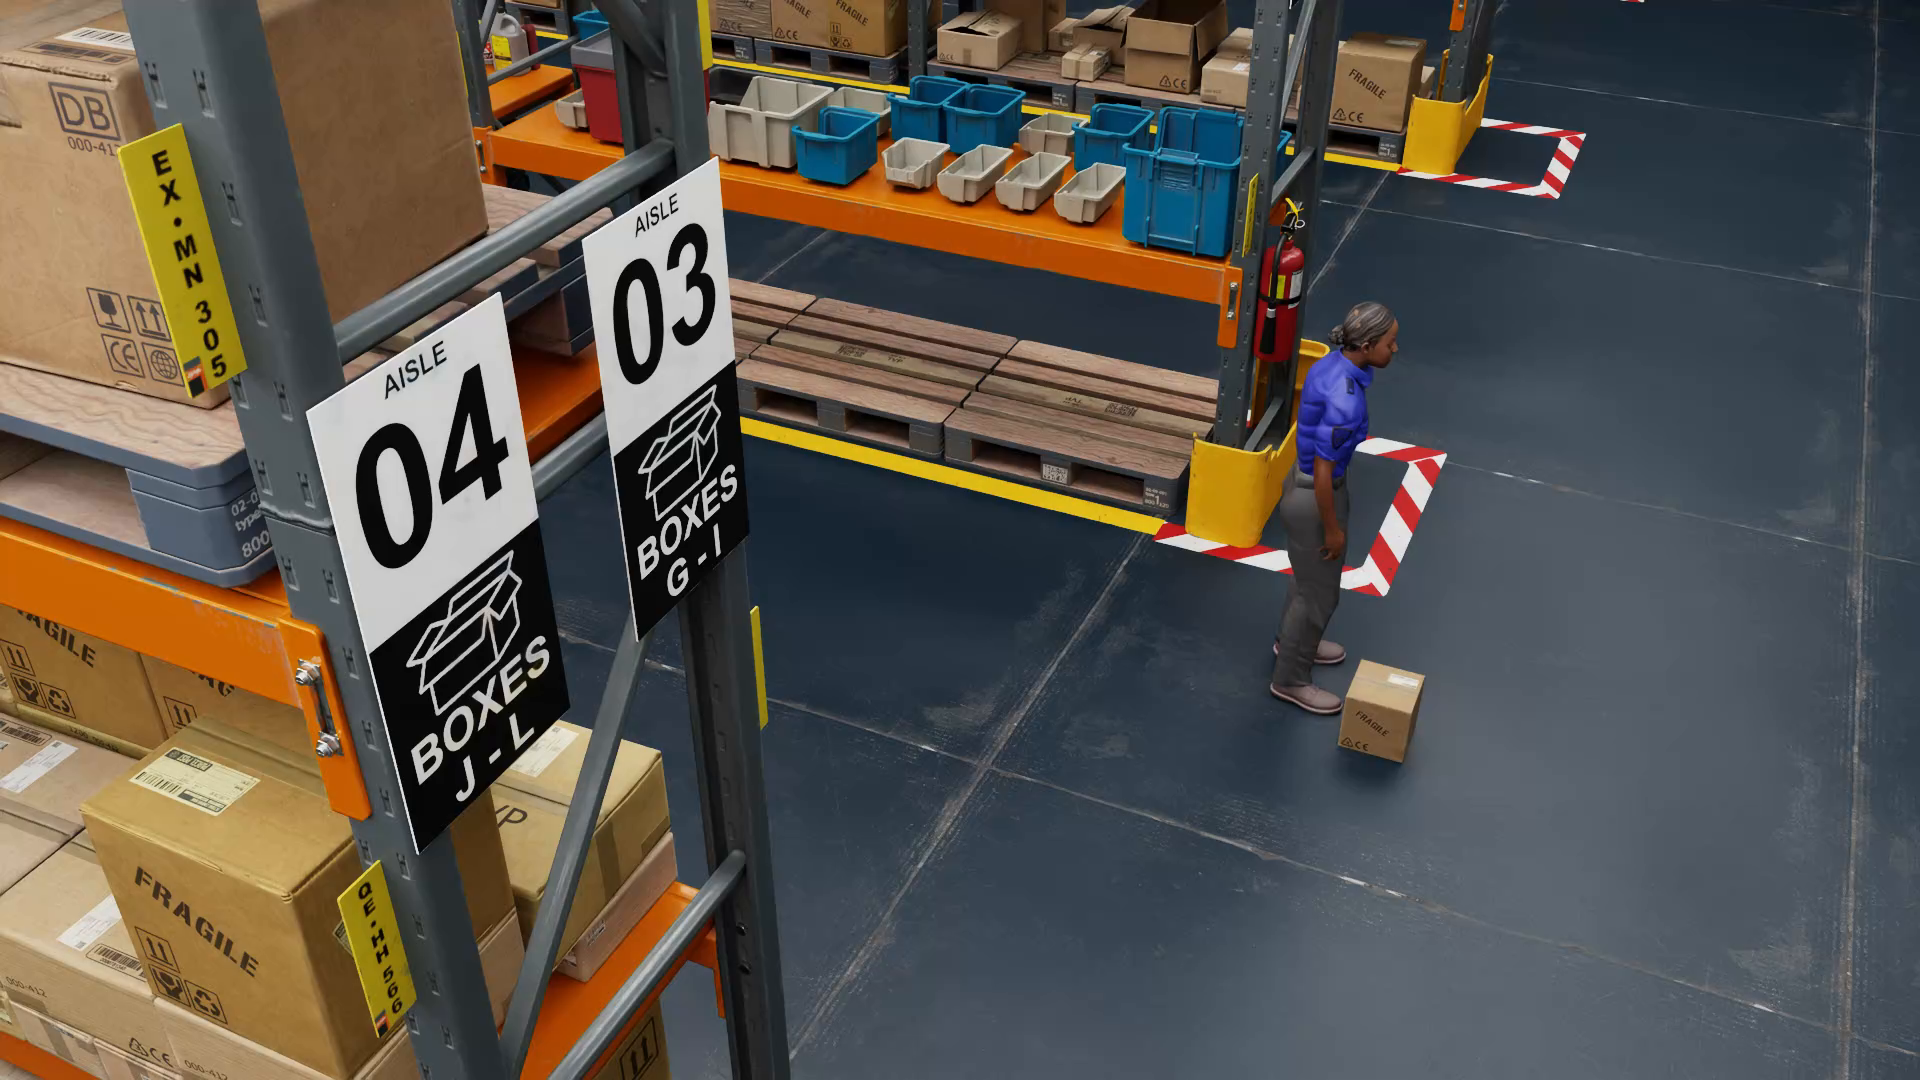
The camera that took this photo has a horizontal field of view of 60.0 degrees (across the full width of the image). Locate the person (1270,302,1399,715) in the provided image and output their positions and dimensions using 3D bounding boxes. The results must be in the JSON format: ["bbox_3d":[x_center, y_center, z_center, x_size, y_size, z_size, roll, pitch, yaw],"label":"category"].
[{"bbox_3d":[1.403,-0.144,6.360,0.349,1.655,0.533,7,34,10],"label":"person"}]
